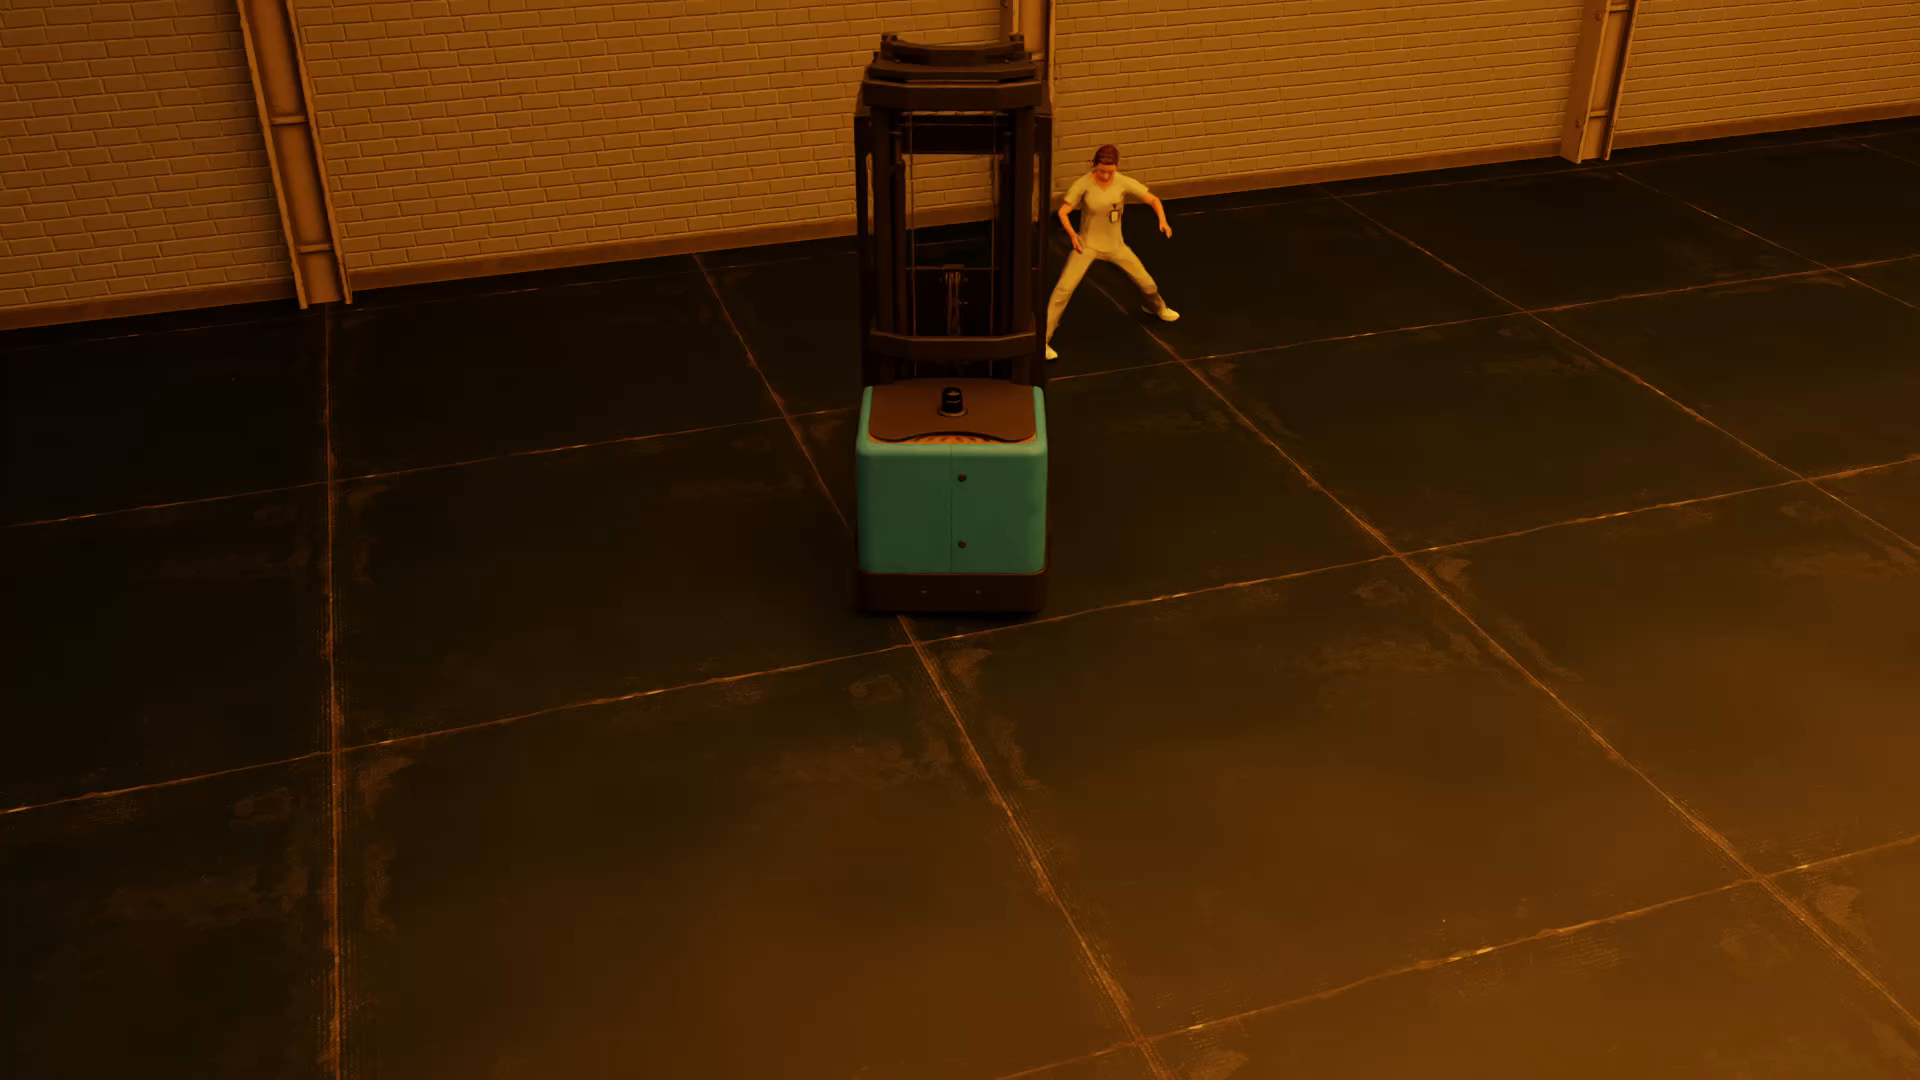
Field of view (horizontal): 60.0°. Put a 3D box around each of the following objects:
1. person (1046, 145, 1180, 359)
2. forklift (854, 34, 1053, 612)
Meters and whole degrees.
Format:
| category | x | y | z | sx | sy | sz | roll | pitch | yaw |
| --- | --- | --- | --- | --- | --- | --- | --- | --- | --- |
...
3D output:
| category | x | y | z | sx | sy | sz | roll | pitch | yaw |
| --- | --- | --- | --- | --- | --- | --- | --- | --- | --- |
| person | 1.127 | -2.184 | 12.330 | 1.199 | 1.478 | 0.902 | -1 | 30 | -2 |
| forklift | -0.036 | -1.568 | 9.811 | 1.130 | 2.935 | 3.031 | 0 | 30 | 0 |
